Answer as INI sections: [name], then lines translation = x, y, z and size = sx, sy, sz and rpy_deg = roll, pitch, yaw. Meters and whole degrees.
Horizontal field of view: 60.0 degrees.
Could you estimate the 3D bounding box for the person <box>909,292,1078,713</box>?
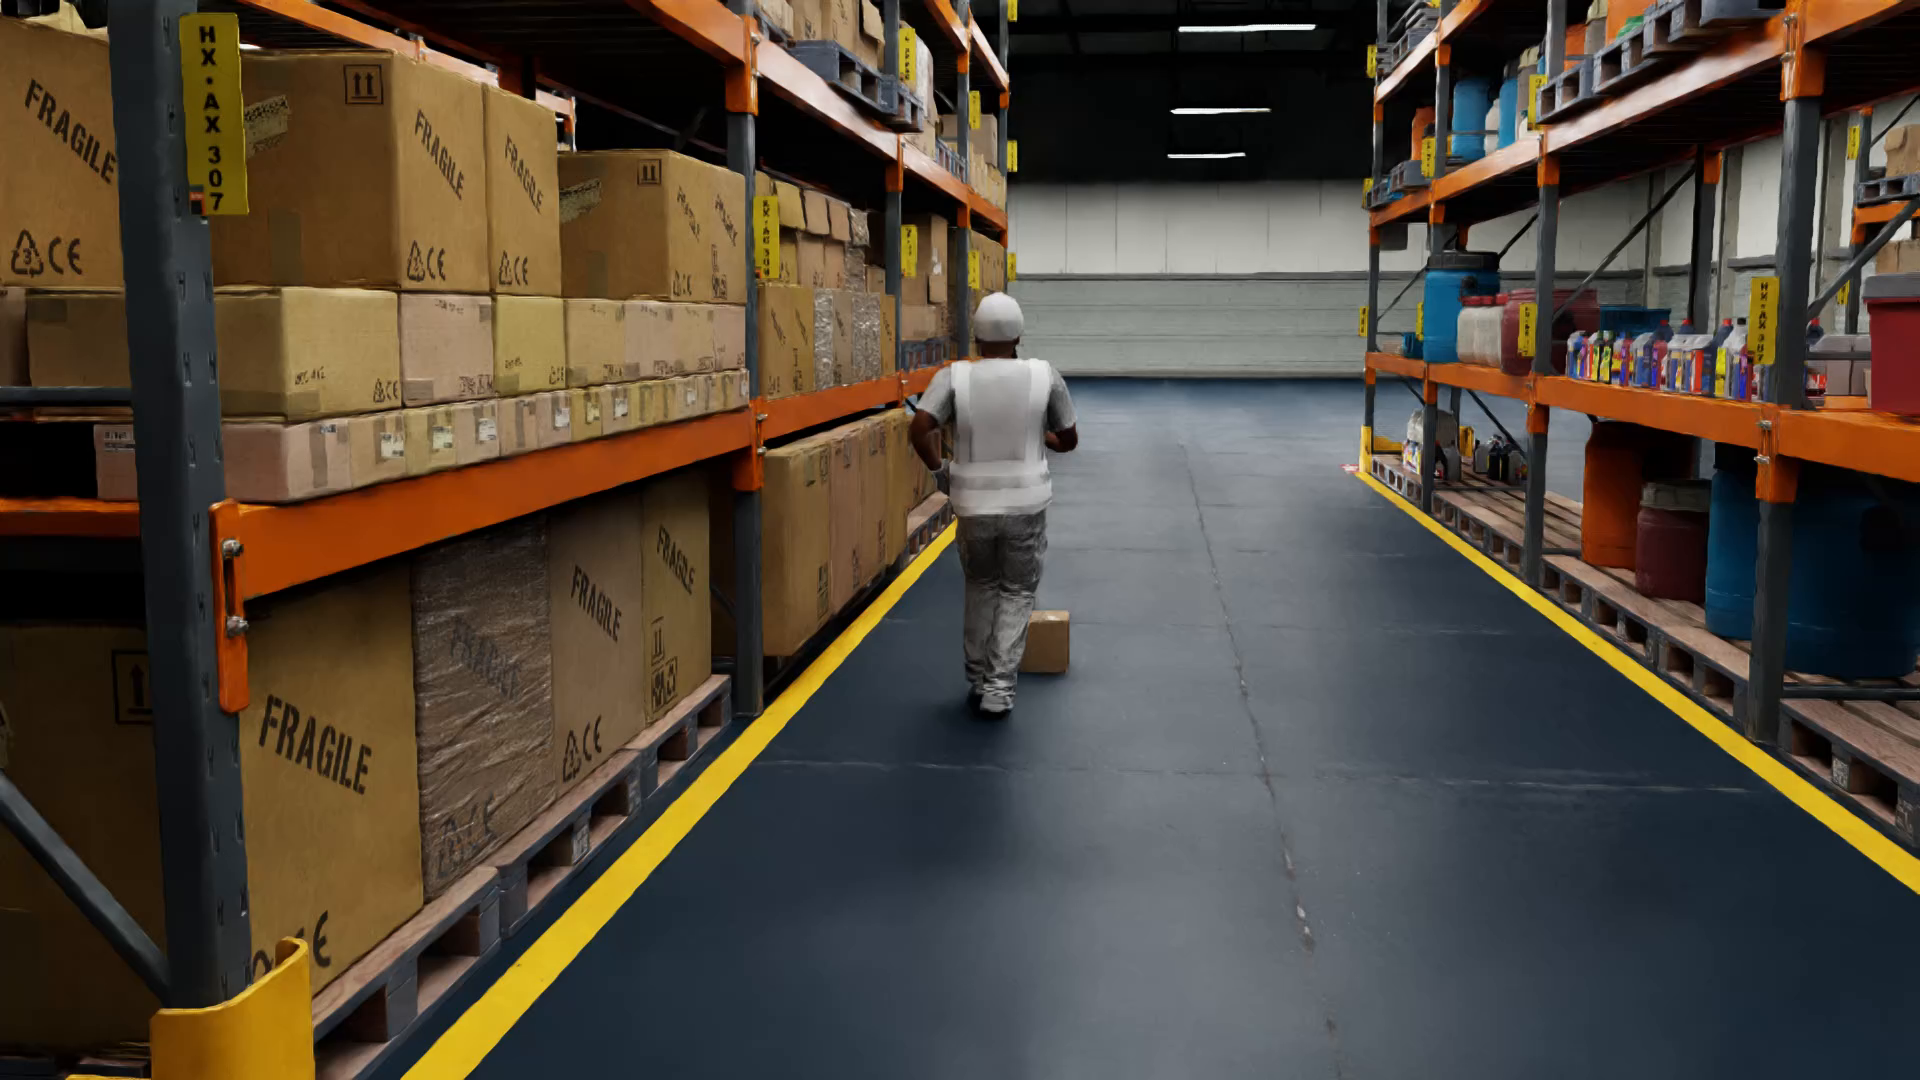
[person]
translation = 0.167, -0.128, 6.943
size = 0.656, 1.788, 0.685
rpy_deg = 1, 8, 9
